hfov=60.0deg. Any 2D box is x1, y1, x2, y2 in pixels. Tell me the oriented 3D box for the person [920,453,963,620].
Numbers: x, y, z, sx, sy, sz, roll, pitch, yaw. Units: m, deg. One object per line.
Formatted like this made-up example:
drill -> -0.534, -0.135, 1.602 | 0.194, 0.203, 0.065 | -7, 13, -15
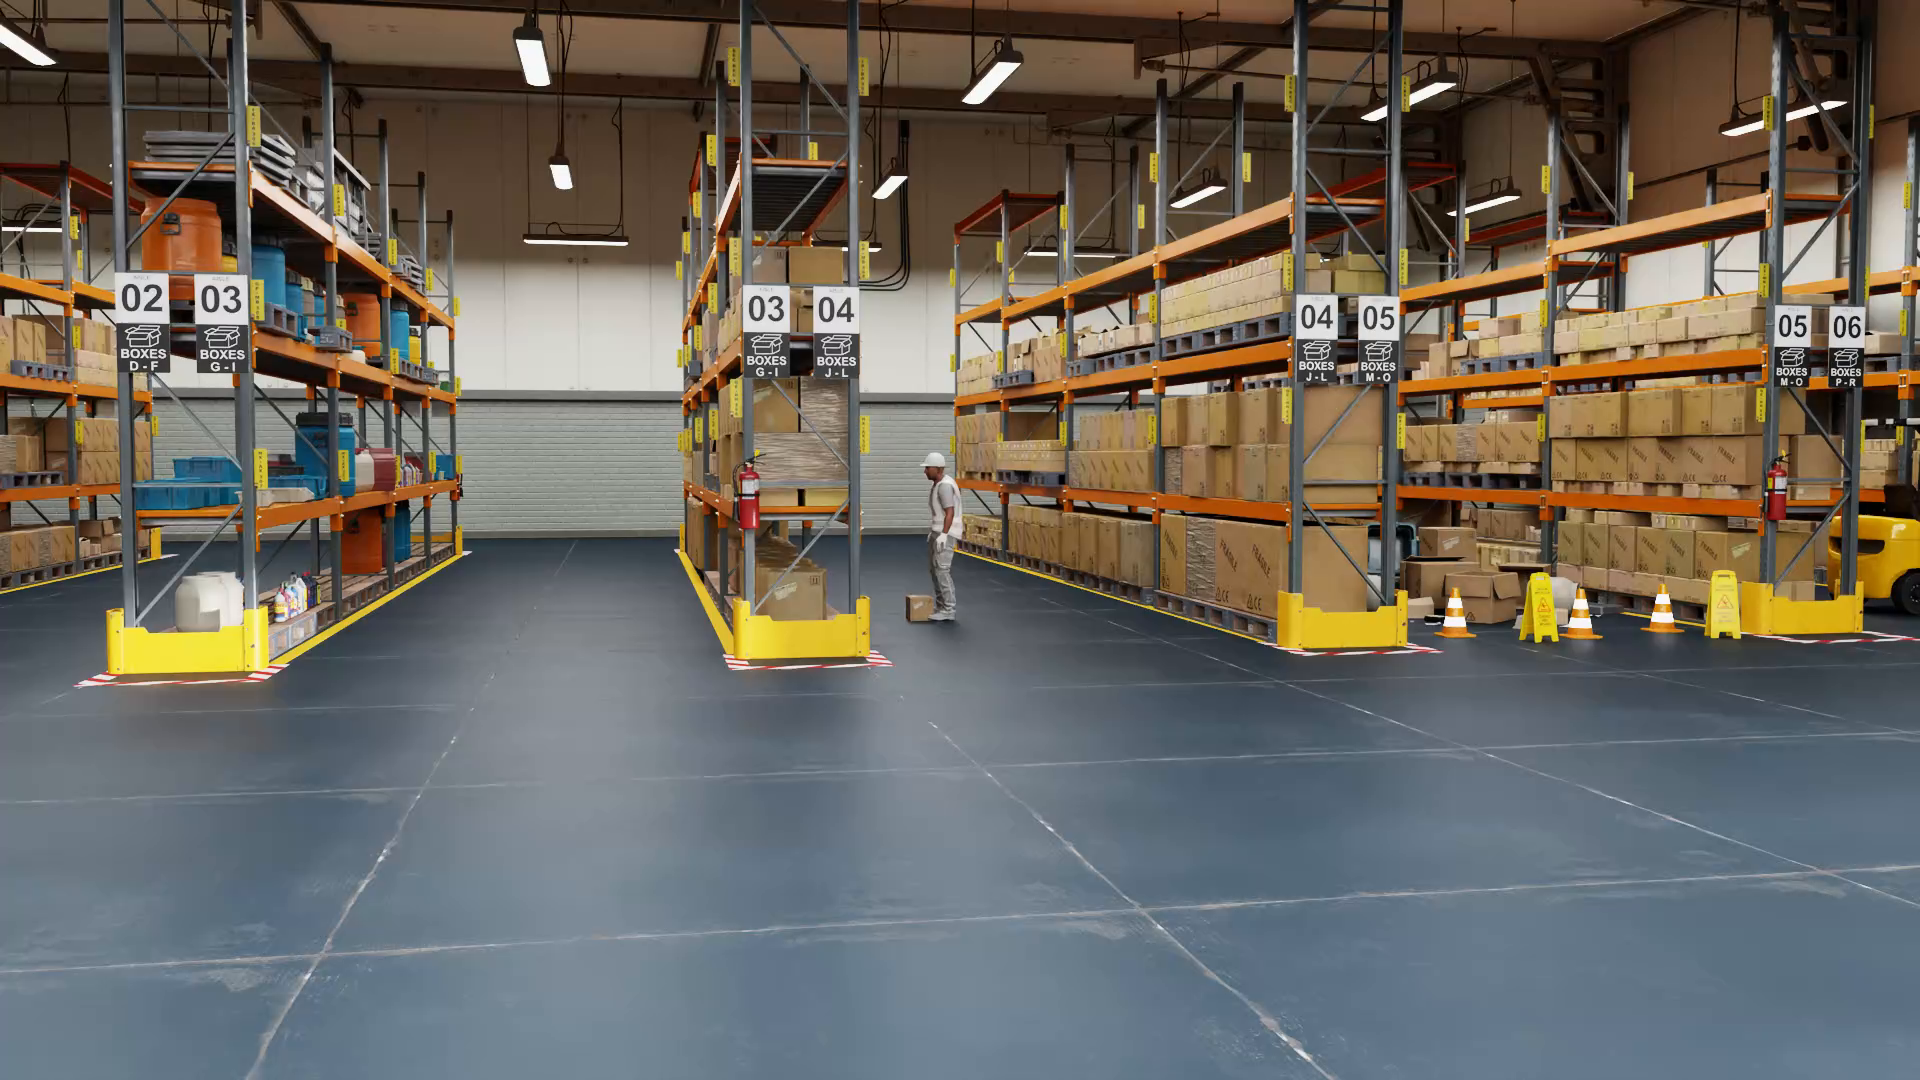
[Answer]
person -> -0.207, -0.039, 17.697 | 0.446, 1.775, 0.619 | -1, 3, -11
